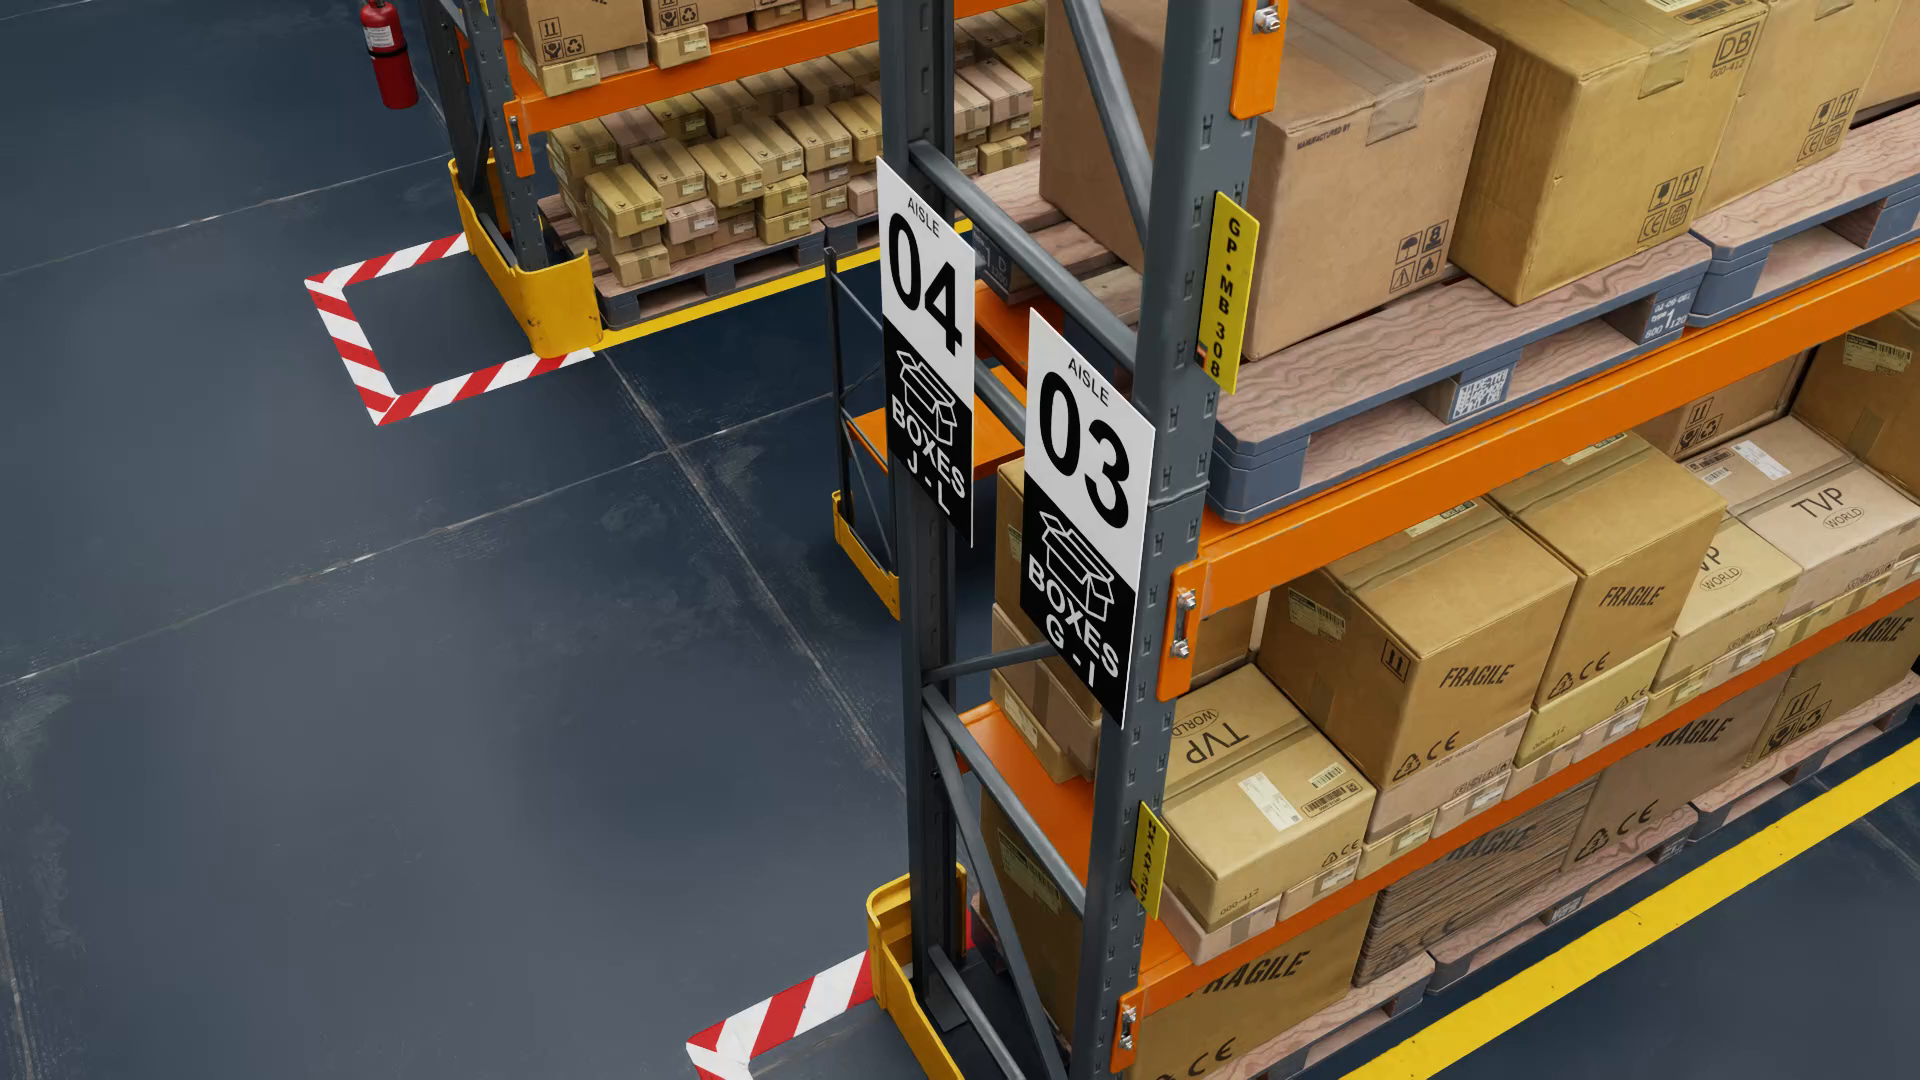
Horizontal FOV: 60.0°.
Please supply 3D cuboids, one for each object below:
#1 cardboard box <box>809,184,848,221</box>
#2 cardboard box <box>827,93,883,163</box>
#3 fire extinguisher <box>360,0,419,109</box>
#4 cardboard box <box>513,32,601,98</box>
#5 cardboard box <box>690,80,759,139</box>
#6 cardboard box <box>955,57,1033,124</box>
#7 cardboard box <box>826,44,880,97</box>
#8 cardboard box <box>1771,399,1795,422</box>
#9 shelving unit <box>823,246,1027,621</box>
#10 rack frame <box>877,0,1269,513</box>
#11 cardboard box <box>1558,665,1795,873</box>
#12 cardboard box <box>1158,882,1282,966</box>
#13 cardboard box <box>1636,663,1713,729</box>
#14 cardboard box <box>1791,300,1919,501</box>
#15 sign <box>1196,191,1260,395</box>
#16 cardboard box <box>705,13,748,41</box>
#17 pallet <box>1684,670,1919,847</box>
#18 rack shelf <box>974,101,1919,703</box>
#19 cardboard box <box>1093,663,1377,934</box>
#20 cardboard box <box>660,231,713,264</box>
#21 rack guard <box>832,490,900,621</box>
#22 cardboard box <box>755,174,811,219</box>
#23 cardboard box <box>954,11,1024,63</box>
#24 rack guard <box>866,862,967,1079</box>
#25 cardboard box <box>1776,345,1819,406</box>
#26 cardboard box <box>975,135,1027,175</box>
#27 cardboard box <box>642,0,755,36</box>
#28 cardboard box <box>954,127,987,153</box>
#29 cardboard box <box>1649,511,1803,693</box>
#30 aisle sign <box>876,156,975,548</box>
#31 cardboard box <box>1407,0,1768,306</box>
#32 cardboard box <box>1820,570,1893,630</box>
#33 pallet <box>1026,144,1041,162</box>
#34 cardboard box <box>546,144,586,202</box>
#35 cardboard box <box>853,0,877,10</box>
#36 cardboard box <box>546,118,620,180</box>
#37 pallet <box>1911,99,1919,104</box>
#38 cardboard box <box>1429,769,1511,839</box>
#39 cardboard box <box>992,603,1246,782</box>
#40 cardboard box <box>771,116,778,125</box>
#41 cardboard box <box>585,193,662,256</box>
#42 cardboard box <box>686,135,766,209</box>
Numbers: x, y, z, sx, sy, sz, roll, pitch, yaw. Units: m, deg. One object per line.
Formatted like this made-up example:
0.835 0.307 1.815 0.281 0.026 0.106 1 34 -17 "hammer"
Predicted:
-0.781 -1.841 8.668 0.250 0.149 0.380 -22 48 -21 "cardboard box"
-0.488 -2.112 8.520 0.250 0.149 0.380 -21 48 -20 "cardboard box"
-2.691 -2.355 7.776 0.183 0.674 0.296 -22 48 -21 "fire extinguisher"
-1.799 -2.150 7.421 0.250 0.149 0.380 -22 48 -21 "cardboard box"
-1.246 -2.274 8.687 0.250 0.149 0.380 -24 49 -22 "cardboard box"
0.180 -2.378 8.794 0.250 0.149 0.380 -24 49 -23 "cardboard box"
-0.544 -2.533 8.954 0.250 0.149 0.380 -22 48 -21 "cardboard box"
2.637 -0.562 5.499 0.500 0.250 0.500 -22 48 -21 "cardboard box"
0.066 -0.565 6.684 1.083 1.500 0.587 -22 48 -21 "shelving unit"
0.140 -1.448 2.210 0.127 3.000 1.000 -22 48 -21 "rack frame"
2.216 0.422 5.815 0.875 0.875 0.875 -22 48 -21 "cardboard box"
0.613 0.871 4.309 0.250 0.149 0.380 -21 48 -21 "cardboard box"
1.946 0.336 4.859 0.250 0.149 0.380 -23 49 -22 "cardboard box"
2.907 -0.513 4.910 0.500 0.500 0.500 -21 48 -21 "cardboard box"
0.412 -0.377 2.575 0.005 0.325 0.100 -22 48 -21 "sign"
-1.182 -2.497 7.779 0.250 0.149 0.380 -20 47 -19 "cardboard box"
2.910 0.534 6.478 1.213 0.211 1.003 -22 48 -21 "pallet"
1.875 -0.808 4.220 4.000 0.370 1.077 -22 48 -21 "rack shelf"
0.691 0.648 4.252 0.500 0.250 0.500 -23 49 -22 "cardboard box"
-1.443 -1.582 8.401 0.250 0.149 0.380 -22 48 -21 "cardboard box"
-0.366 0.057 6.942 0.087 0.250 0.587 -22 48 -21 "rack guard"
-0.950 -1.809 8.422 0.250 0.149 0.380 -20 48 -20 "cardboard box"
0.146 -2.779 9.207 0.250 0.149 0.380 -23 49 -22 "cardboard box"
0.120 1.610 5.161 0.348 0.500 1.175 -22 48 -21 "rack guard"
2.635 -0.827 5.234 0.500 0.500 0.500 -22 48 -21 "cardboard box"
0.158 -2.140 8.976 0.250 0.149 0.380 -22 48 -21 "cardboard box"
-1.265 -2.658 7.479 0.500 0.500 0.500 -22 48 -21 "cardboard box"
-0.061 -2.233 8.858 0.250 0.149 0.380 -24 49 -23 "cardboard box"
2.026 0.107 4.809 0.500 0.250 0.500 -23 49 -22 "cardboard box"
-0.071 -0.384 3.555 0.004 0.787 0.394 -22 48 -21 "aisle sign"
1.113 -0.929 3.384 0.500 0.500 0.700 -24 49 -22 "cardboard box"
2.615 0.068 5.136 0.250 0.149 0.380 -21 48 -20 "cardboard box"
0.661 -2.458 9.561 1.213 0.211 1.003 -22 48 -21 "pallet"
-1.927 -1.915 8.531 0.250 0.149 0.380 -23 49 -22 "cardboard box"
-0.471 -2.722 8.011 0.250 0.149 0.380 -20 48 -20 "cardboard box"
-1.910 -2.003 8.408 0.250 0.149 0.380 -21 48 -20 "cardboard box"
2.894 -1.450 4.430 1.213 0.211 1.003 -22 48 -21 "pallet"
1.282 0.601 4.587 0.250 0.149 0.380 -23 48 -22 "cardboard box"
0.428 0.323 4.587 0.500 0.250 0.500 -23 48 -22 "cardboard box"
-1.035 -2.284 8.911 0.250 0.149 0.380 -21 48 -20 "cardboard box"
-1.661 -1.587 8.192 0.250 0.149 0.380 -20 48 -19 "cardboard box"
-1.158 -1.822 8.221 0.250 0.149 0.380 -22 48 -21 "cardboard box"
